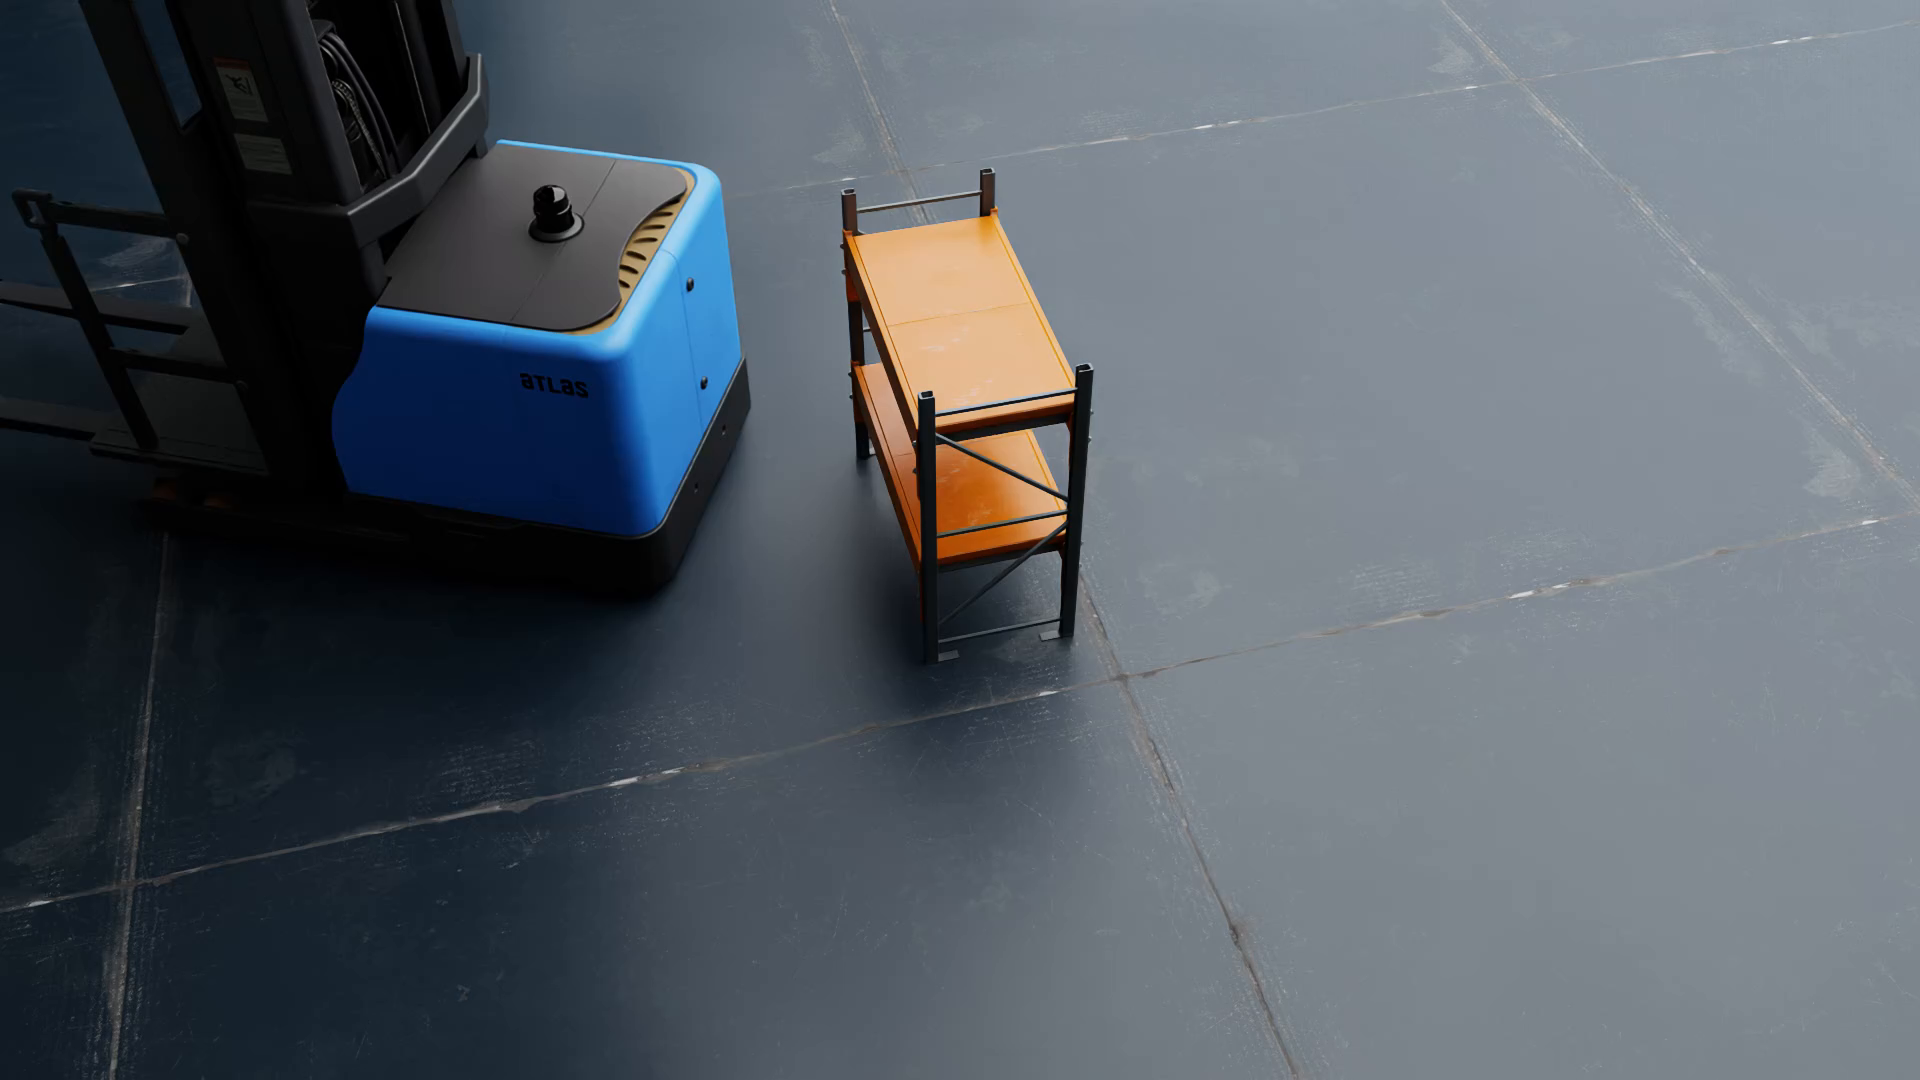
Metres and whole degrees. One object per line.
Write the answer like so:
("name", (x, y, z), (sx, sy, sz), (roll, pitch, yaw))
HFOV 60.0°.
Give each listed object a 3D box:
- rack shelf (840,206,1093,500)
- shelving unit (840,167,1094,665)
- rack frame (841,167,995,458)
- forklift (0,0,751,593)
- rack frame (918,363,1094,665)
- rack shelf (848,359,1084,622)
("rack shelf", (-0.002, -0.603, 5.144), (0.538, 0.278, 1.000), (-11, 47, -10))
("shelving unit", (-0.002, -0.398, 5.353), (0.538, 1.125, 1.048), (-11, 47, -10))
("rack frame", (-0.132, -0.749, 5.697), (0.500, 1.125, 0.032), (-11, 47, -10))
("forklift", (-2.342, -1.393, 5.063), (3.031, 2.935, 1.130), (9, 46, 9))
("rack frame", (0.128, -0.047, 5.009), (0.500, 1.125, 0.032), (-11, 47, -10))
("rack shelf", (-0.002, -0.227, 5.527), (0.538, 0.278, 1.000), (-11, 47, -10))
